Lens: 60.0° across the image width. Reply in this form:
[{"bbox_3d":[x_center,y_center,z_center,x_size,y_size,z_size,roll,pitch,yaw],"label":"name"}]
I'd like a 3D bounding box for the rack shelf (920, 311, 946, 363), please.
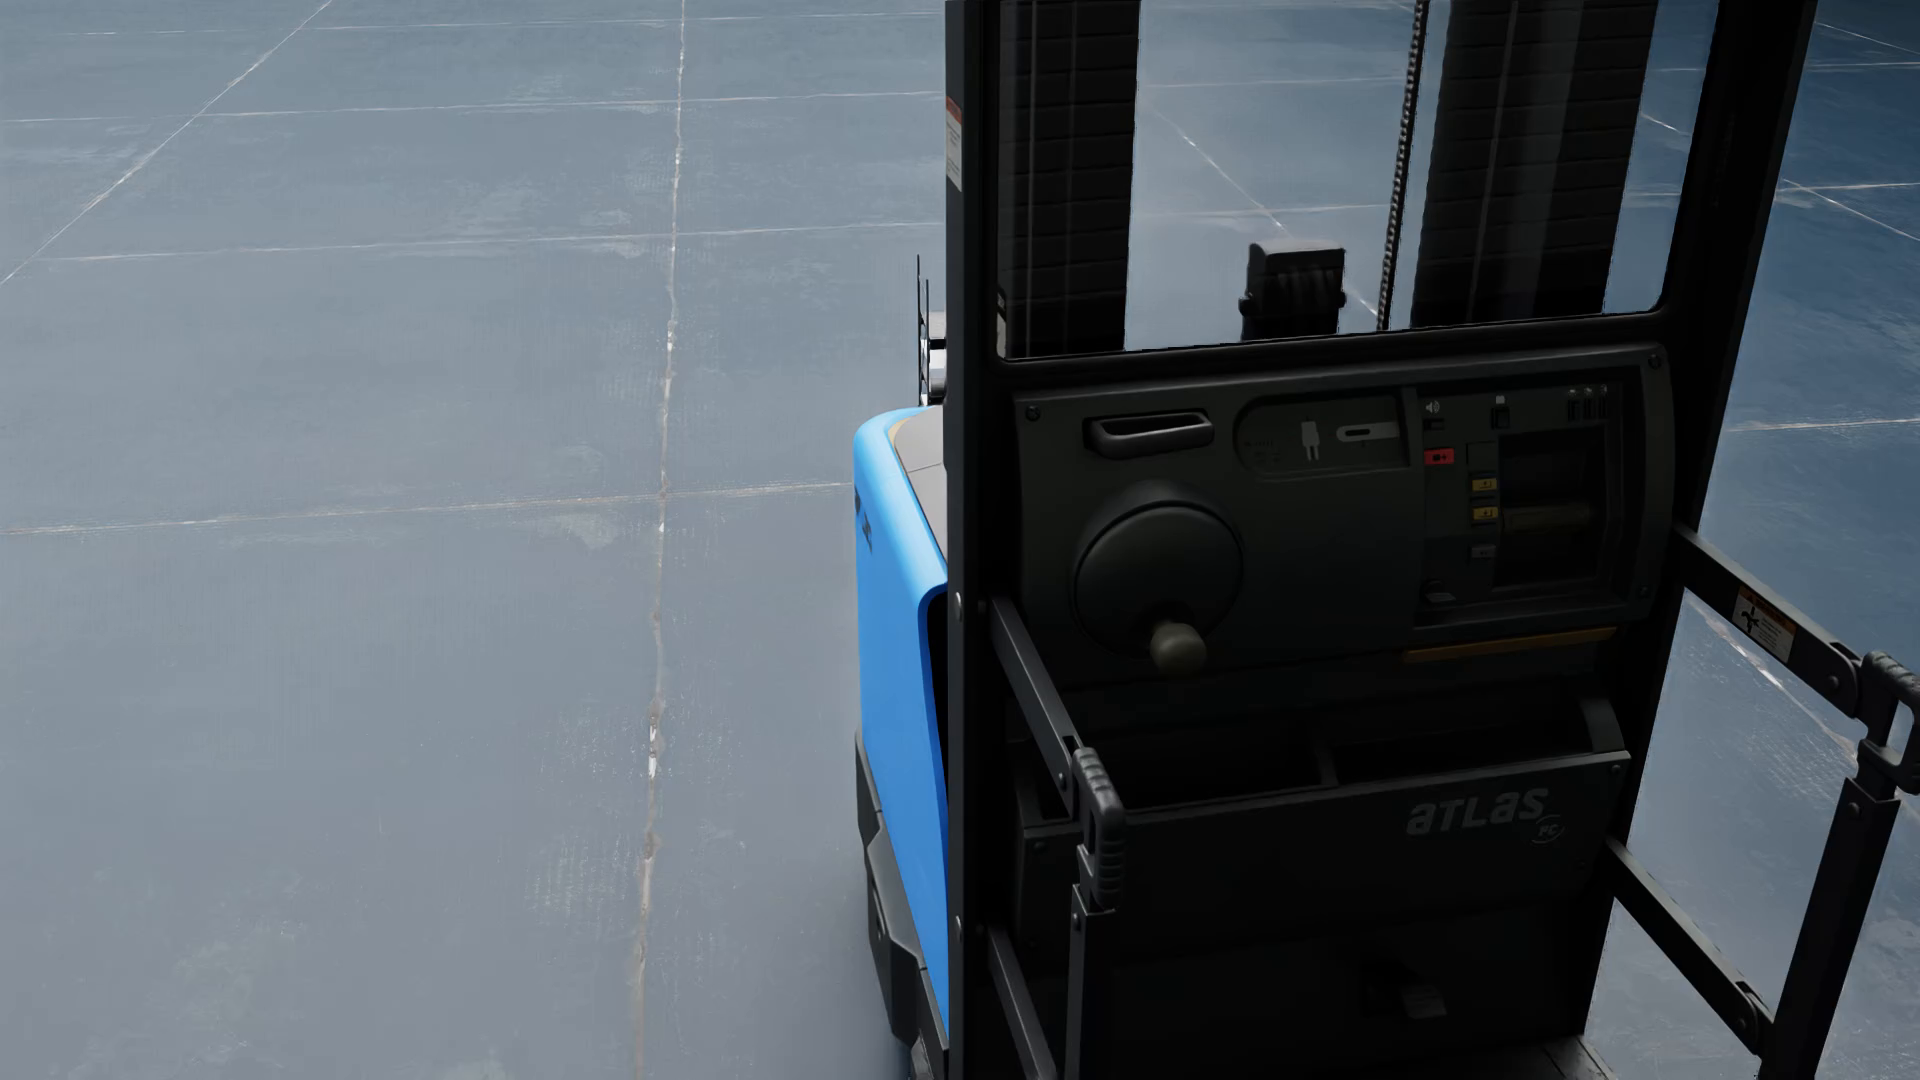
[{"bbox_3d":[-0.008,-0.610,4.936,0.200,0.077,0.258,-4,27,-7],"label":"rack shelf"}]

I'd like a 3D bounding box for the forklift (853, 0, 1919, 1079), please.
[{"bbox_3d":[0.576,-0.004,2.047,1.130,2.935,3.031,-6,28,-11],"label":"forklift"}]

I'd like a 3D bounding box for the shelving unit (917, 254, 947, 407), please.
[{"bbox_3d":[-0.008,-0.400,5.044,0.210,0.900,0.258,-4,27,-7],"label":"shelving unit"}]

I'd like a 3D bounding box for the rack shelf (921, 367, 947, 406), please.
[{"bbox_3d":[-0.008,-0.450,5.018,0.200,0.077,0.258,-4,27,-7],"label":"rack shelf"}]

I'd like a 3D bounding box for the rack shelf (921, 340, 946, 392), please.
[{"bbox_3d":[-0.008,-0.530,4.977,0.200,0.077,0.258,-4,27,-7],"label":"rack shelf"}]

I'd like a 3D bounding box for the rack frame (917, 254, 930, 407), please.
[{"bbox_3d":[-0.109,-0.393,5.031,0.006,0.900,0.240,-4,27,-7],"label":"rack frame"}]

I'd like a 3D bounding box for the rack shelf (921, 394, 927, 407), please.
[{"bbox_3d":[-0.008,-0.370,5.059,0.200,0.077,0.258,-4,27,-7],"label":"rack shelf"}]
